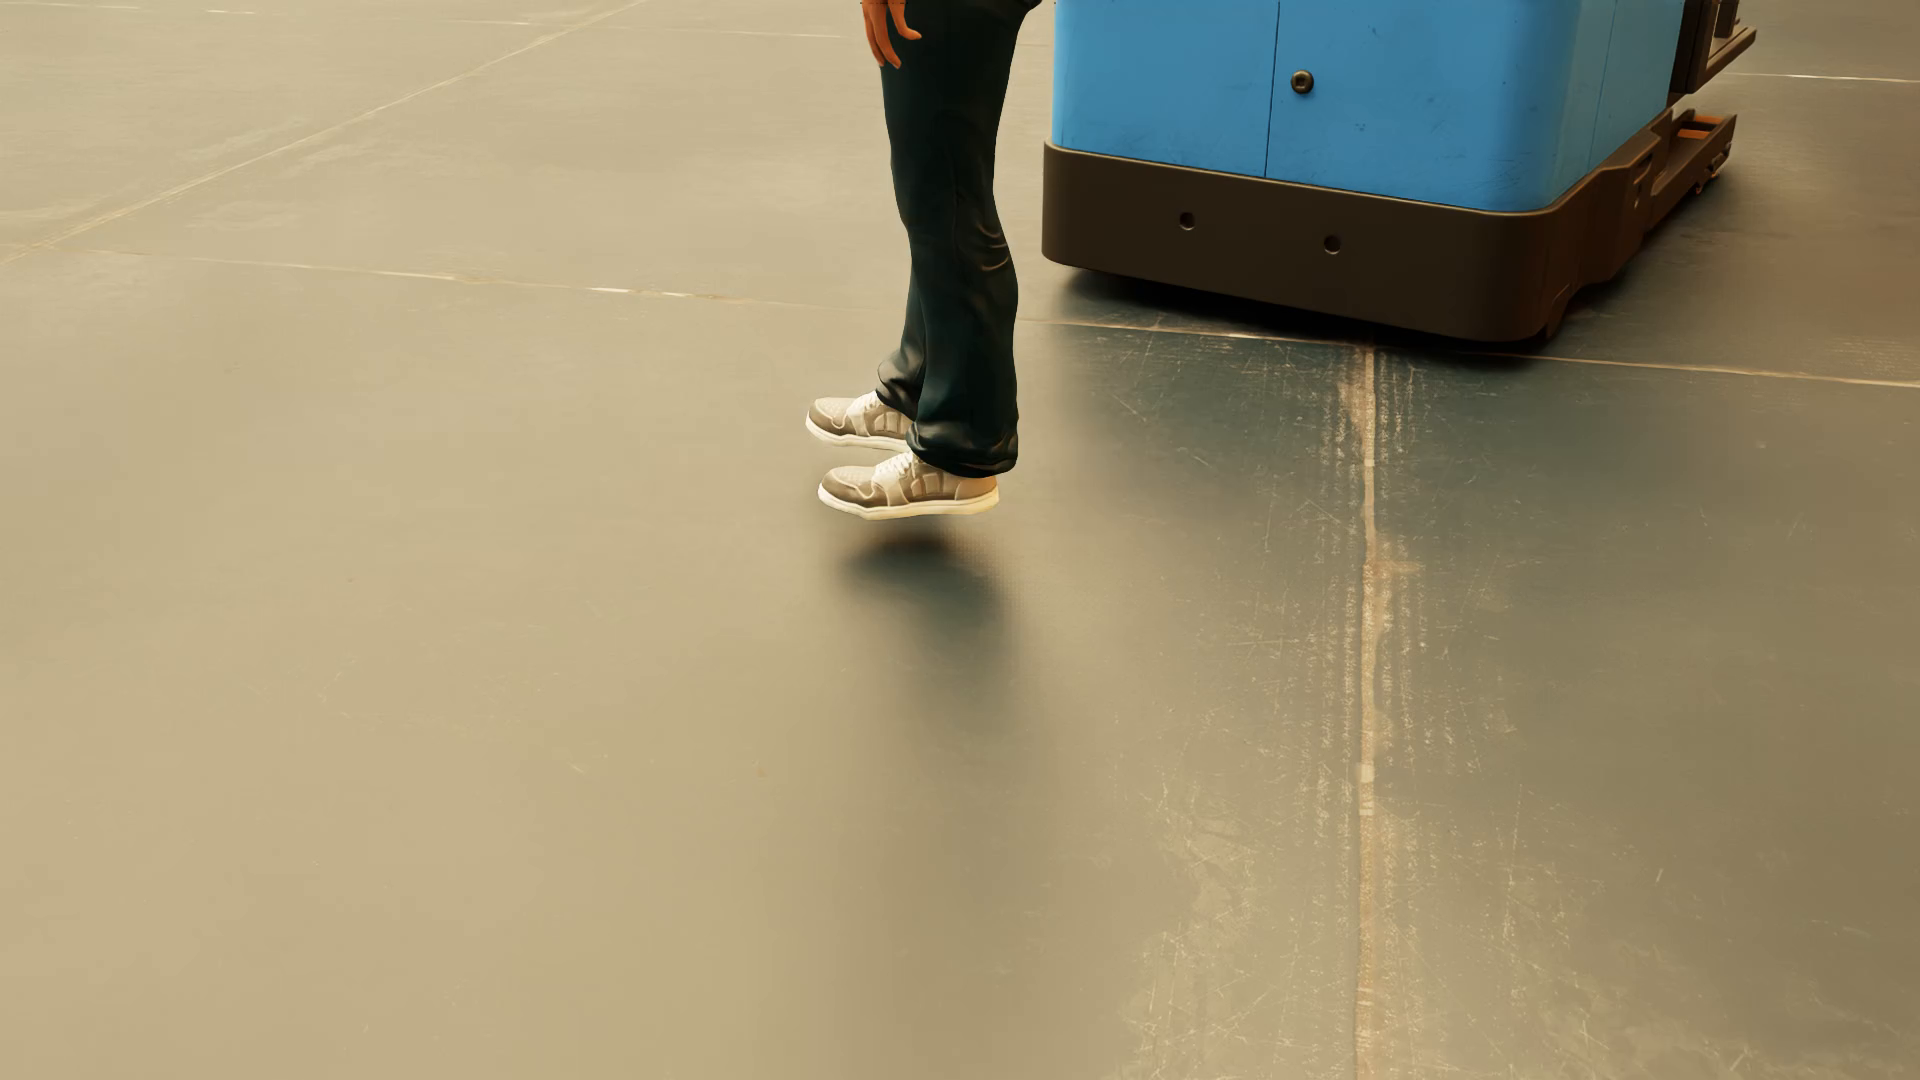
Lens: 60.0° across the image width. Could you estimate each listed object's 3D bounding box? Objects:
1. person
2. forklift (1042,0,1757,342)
[{"bbox_3d":[-0.070,-0.769,2.145,0.472,1.598,0.521,6,27,11],"label":"person"},{"bbox_3d":[1.391,-2.291,3.788,1.130,2.935,3.031,16,31,29],"label":"forklift"}]
